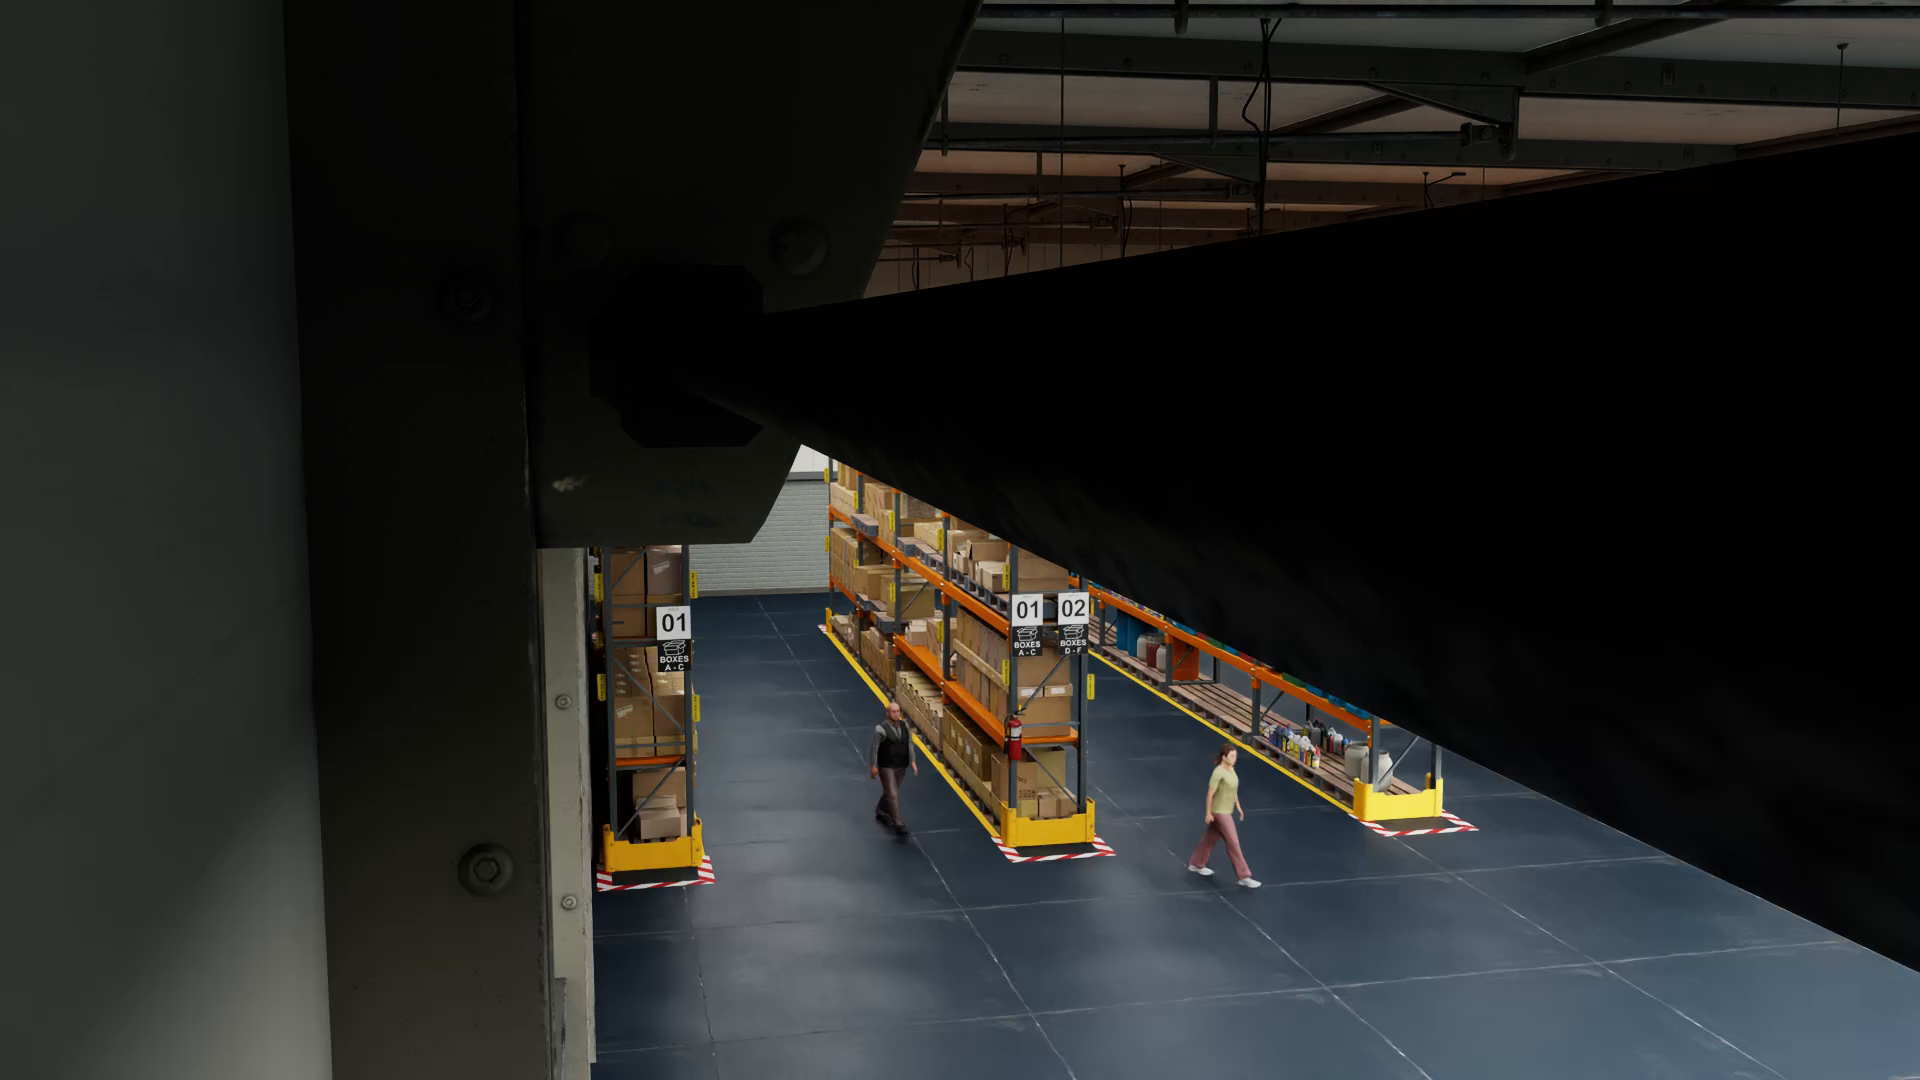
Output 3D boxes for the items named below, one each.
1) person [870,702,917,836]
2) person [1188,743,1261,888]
[{"bbox_3d":[-0.820,2.931,21.493,0.570,1.663,1.054,-6,9,-41],"label":"person"},{"bbox_3d":[3.138,3.189,19.510,0.959,1.618,0.493,3,8,26],"label":"person"}]
